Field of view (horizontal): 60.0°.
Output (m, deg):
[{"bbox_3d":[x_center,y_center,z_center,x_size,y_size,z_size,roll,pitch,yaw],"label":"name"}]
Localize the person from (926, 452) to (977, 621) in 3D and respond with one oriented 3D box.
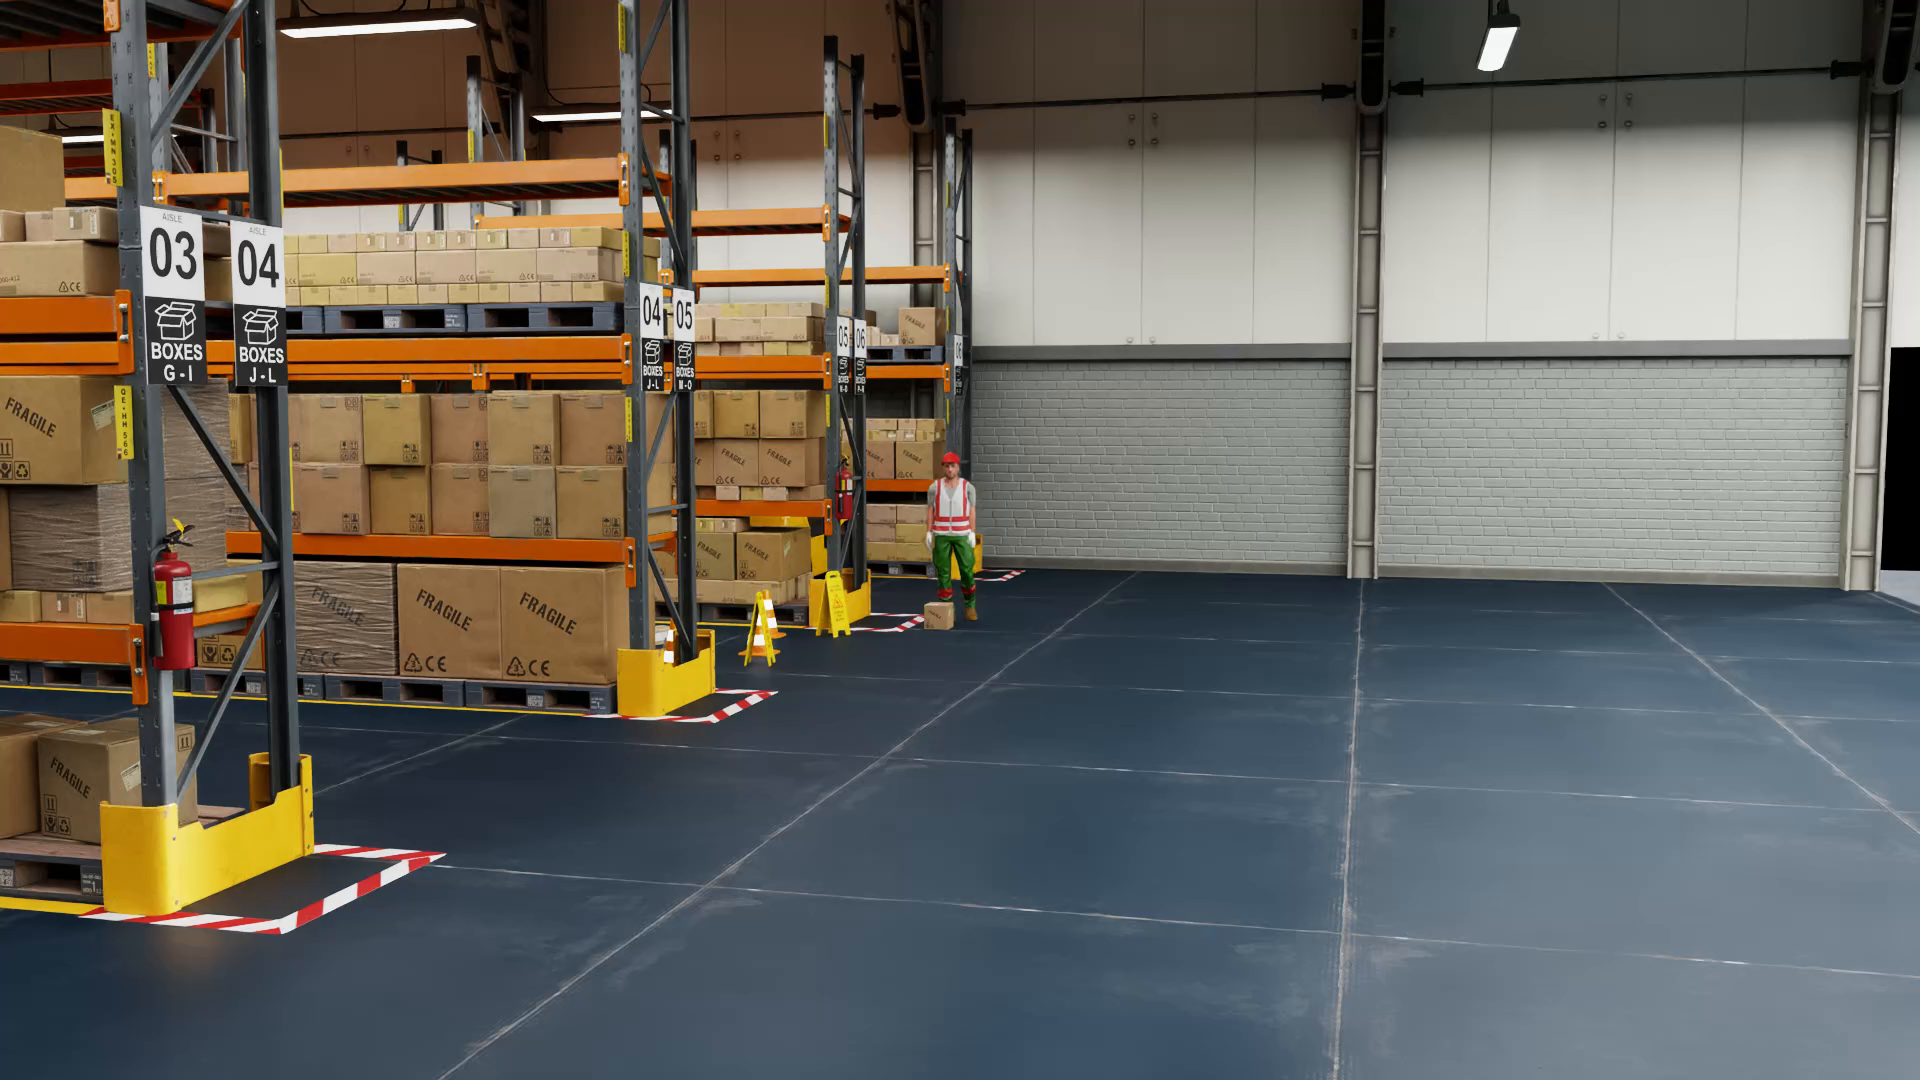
[{"bbox_3d":[-0.089,-0.029,17.568,0.544,1.796,0.499,0,5,4],"label":"person"}]
